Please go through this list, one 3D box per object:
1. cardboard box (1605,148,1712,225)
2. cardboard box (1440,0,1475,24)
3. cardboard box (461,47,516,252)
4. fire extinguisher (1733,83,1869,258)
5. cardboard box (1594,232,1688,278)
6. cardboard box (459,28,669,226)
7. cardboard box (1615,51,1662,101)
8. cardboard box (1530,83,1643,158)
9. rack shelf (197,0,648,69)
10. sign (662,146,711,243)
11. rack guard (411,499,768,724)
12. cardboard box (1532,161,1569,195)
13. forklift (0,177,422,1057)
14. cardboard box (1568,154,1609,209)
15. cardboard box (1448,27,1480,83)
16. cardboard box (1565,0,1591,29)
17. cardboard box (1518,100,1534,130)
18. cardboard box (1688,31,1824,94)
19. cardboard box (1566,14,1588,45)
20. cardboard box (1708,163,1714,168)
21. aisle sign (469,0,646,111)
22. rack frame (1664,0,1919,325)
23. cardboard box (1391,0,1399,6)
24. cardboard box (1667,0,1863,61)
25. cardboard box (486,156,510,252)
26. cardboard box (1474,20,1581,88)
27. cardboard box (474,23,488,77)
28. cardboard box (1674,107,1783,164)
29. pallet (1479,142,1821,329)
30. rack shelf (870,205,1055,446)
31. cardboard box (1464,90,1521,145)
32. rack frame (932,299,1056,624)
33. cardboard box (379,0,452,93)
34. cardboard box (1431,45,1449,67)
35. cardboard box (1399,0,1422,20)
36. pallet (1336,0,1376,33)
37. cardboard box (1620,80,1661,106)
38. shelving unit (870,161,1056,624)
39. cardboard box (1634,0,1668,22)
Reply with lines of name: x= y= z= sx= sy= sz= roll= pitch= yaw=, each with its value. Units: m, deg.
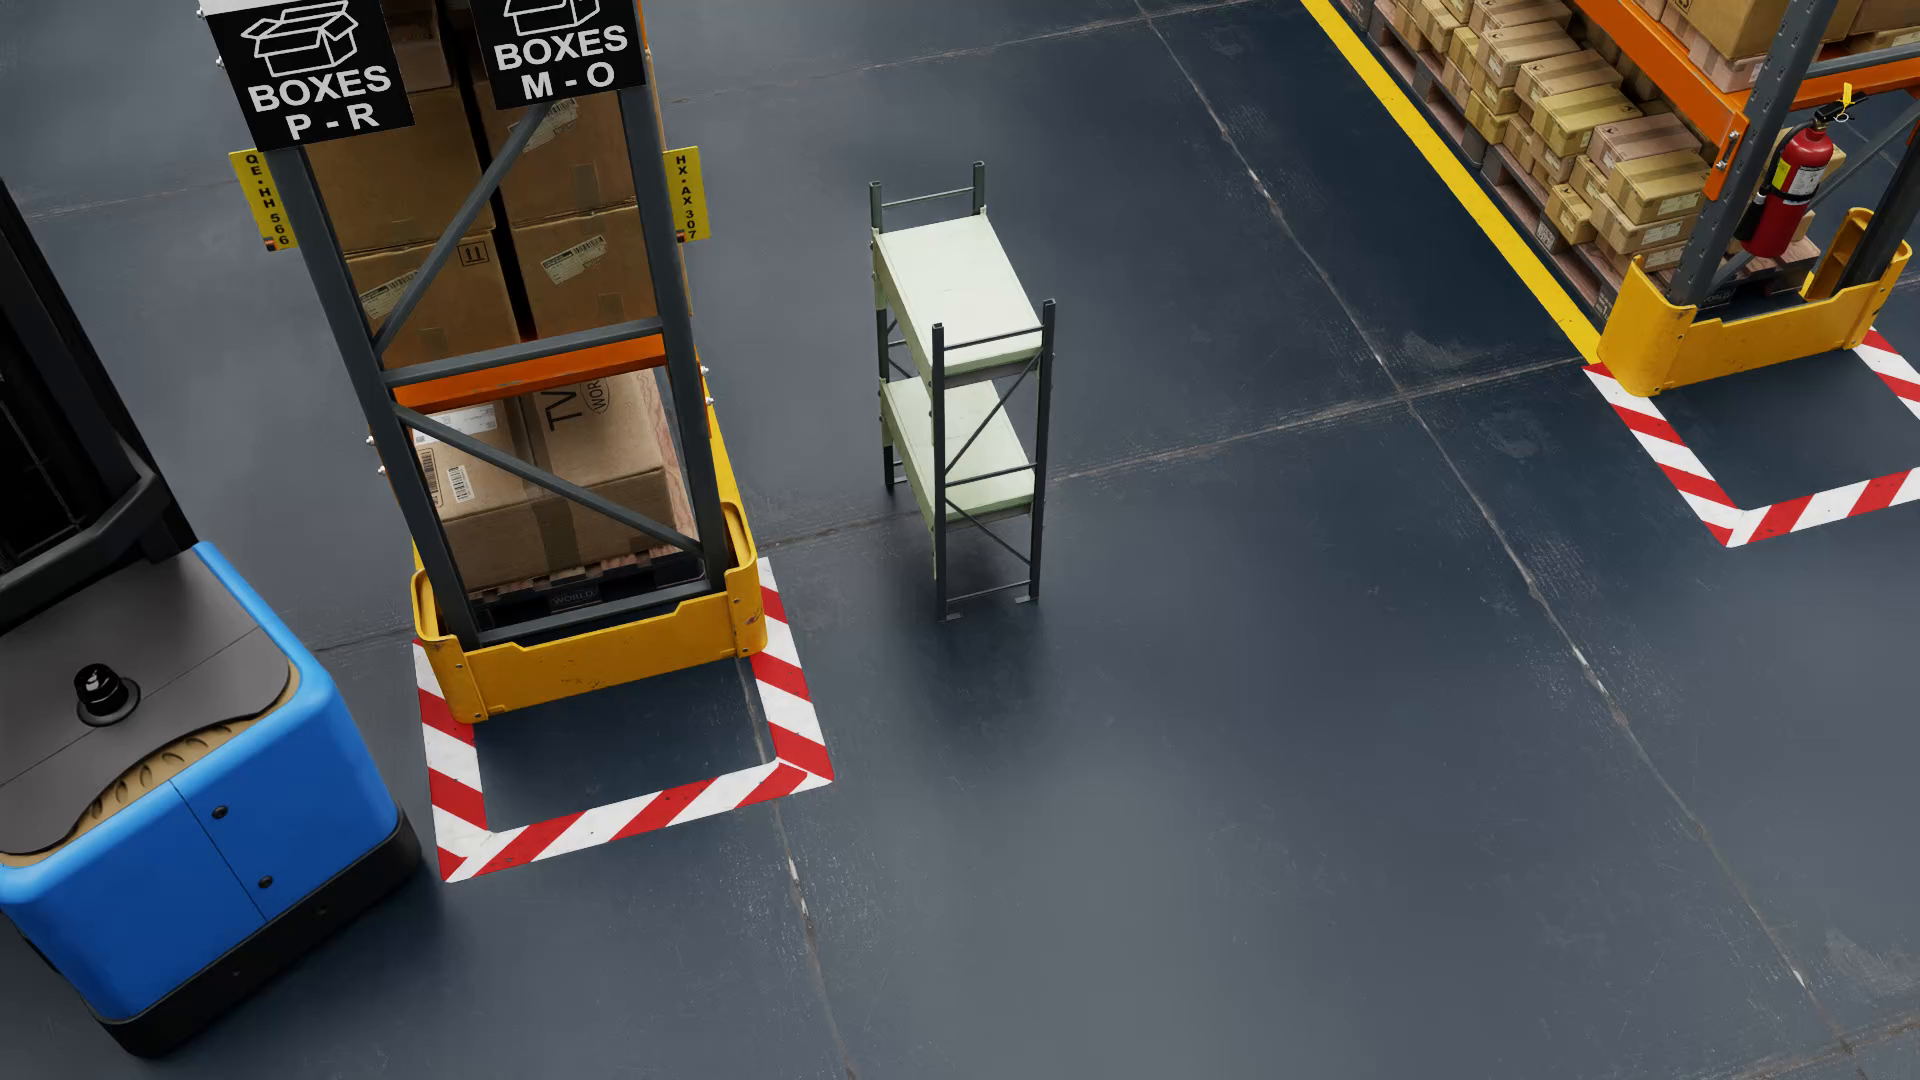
cardboard box: x=2.981 y=-1.498 z=7.041 sx=0.380 sy=0.149 sz=0.250 roll=-13 pitch=51 yaw=-11
cardboard box: x=2.539 y=-2.644 z=8.008 sx=0.380 sy=0.149 sz=0.250 roll=-13 pitch=51 yaw=-11
cardboard box: x=-1.363 y=-1.378 z=5.674 sx=0.500 sy=0.500 sz=0.500 roll=-14 pitch=51 yaw=-11
fire extinguisher: x=3.014 y=-1.327 z=5.991 sx=0.296 sy=0.674 sz=0.183 roll=-13 pitch=51 yaw=-11
cardboard box: x=3.025 y=-1.314 z=7.275 sx=0.380 sy=0.149 sz=0.250 roll=-13 pitch=51 yaw=-10
cardboard box: x=-1.189 y=-1.336 z=4.985 sx=0.500 sy=0.500 sz=0.500 roll=-14 pitch=51 yaw=-12
cardboard box: x=3.249 y=-2.177 z=7.614 sx=0.380 sy=0.149 sz=0.250 roll=-16 pitch=52 yaw=-13
cardboard box: x=2.764 y=-1.855 z=7.342 sx=0.380 sy=0.149 sz=0.250 roll=-14 pitch=51 yaw=-12
rack shelf: x=-1.910 y=-2.763 z=5.415 sx=1.077 sy=0.370 sz=4.000 roll=-13 pitch=51 yaw=-11
sign: x=-0.787 y=-0.993 z=4.797 sx=0.100 sy=0.325 sz=0.005 roll=-13 pitch=51 yaw=-11
rack guard: x=-1.312 y=0.256 z=5.997 sx=1.175 sy=0.500 sz=0.348 roll=-13 pitch=51 yaw=-11
cardboard box: x=2.856 y=-1.691 z=7.593 sx=0.380 sy=0.149 sz=0.250 roll=-14 pitch=51 yaw=-11
forklift: x=-3.189 y=-0.383 z=4.946 sx=1.130 sy=2.935 sz=3.031 roll=-37 pitch=59 yaw=-27
cardboard box: x=2.925 y=-1.596 z=7.319 sx=0.380 sy=0.149 sz=0.250 roll=-14 pitch=51 yaw=-12
cardboard box: x=2.572 y=-2.339 z=7.945 sx=0.380 sy=0.149 sz=0.250 roll=-11 pitch=51 yaw=-9
cardboard box: x=3.141 y=-2.584 z=7.957 sx=0.380 sy=0.149 sz=0.250 roll=-13 pitch=51 yaw=-10
cardboard box: x=2.815 y=-1.992 z=7.652 sx=0.380 sy=0.149 sz=0.250 roll=-14 pitch=51 yaw=-11
cardboard box: x=3.014 y=-1.853 z=6.304 sx=0.380 sy=0.149 sz=0.250 roll=-13 pitch=51 yaw=-11
cardboard box: x=3.025 y=-2.458 z=8.045 sx=0.380 sy=0.149 sz=0.250 roll=-11 pitch=51 yaw=-9
cardboard box: x=3.443 y=-1.726 z=7.428 sx=0.380 sy=0.149 sz=0.250 roll=-14 pitch=51 yaw=-11
aisle sign: x=-1.020 y=-1.418 z=4.073 sx=0.394 sy=0.787 sz=0.004 roll=-13 pitch=51 yaw=-11
rack frame: x=3.380 y=-1.760 z=6.062 sx=1.000 sy=3.000 sz=0.127 roll=-13 pitch=51 yaw=-11
cardboard box: x=2.435 y=-2.833 z=8.556 sx=0.380 sy=0.149 sz=0.250 roll=-15 pitch=52 yaw=-13
cardboard box: x=3.001 y=-2.158 z=6.137 sx=0.500 sy=0.500 sz=0.500 roll=-12 pitch=51 yaw=-10
cardboard box: x=-1.848 y=-1.262 z=5.576 sx=0.500 sy=0.500 sz=0.500 roll=-14 pitch=51 yaw=-12
cardboard box: x=2.615 y=-2.242 z=7.668 sx=0.380 sy=0.149 sz=0.250 roll=-12 pitch=51 yaw=-10
cardboard box: x=-1.159 y=-1.452 z=4.659 sx=0.380 sy=0.149 sz=0.250 roll=-12 pitch=51 yaw=-10
cardboard box: x=3.353 y=-1.802 z=7.298 sx=0.380 sy=0.149 sz=0.250 roll=-12 pitch=51 yaw=-10
pallet: x=3.151 y=-1.518 z=7.681 sx=1.003 sy=0.211 sz=1.213 roll=-13 pitch=51 yaw=-11
rack shelf: x=-0.002 y=-0.740 z=5.672 sx=0.431 sy=0.370 sz=0.720 roll=-13 pitch=51 yaw=-11
cardboard box: x=2.636 y=-2.041 z=7.888 sx=0.380 sy=0.149 sz=0.250 roll=-15 pitch=52 yaw=-13
rack frame: x=0.106 y=-0.221 z=5.745 sx=0.400 sy=1.500 sz=0.023 roll=-13 pitch=51 yaw=-11
cardboard box: x=-1.616 y=-1.347 z=4.570 sx=0.380 sy=0.149 sz=0.250 roll=-13 pitch=51 yaw=-10
cardboard box: x=2.571 y=-2.446 z=8.230 sx=0.380 sy=0.149 sz=0.250 roll=-12 pitch=51 yaw=-10
cardboard box: x=2.416 y=-2.720 z=8.266 sx=0.380 sy=0.149 sz=0.250 roll=-14 pitch=51 yaw=-11
pallet: x=2.429 y=-3.300 z=9.184 sx=1.003 sy=0.211 sz=1.213 roll=-13 pitch=51 yaw=-11
cardboard box: x=3.314 y=-2.097 z=7.741 sx=0.380 sy=0.149 sz=0.250 roll=-12 pitch=51 yaw=-10
shelving unit: x=-0.002 y=-0.488 z=5.970 sx=0.431 sy=1.500 sz=0.755 roll=-13 pitch=51 yaw=-11
cardboard box: x=2.887 y=-2.223 z=6.616 sx=0.380 sy=0.149 sz=0.250 roll=-14 pitch=51 yaw=-11
